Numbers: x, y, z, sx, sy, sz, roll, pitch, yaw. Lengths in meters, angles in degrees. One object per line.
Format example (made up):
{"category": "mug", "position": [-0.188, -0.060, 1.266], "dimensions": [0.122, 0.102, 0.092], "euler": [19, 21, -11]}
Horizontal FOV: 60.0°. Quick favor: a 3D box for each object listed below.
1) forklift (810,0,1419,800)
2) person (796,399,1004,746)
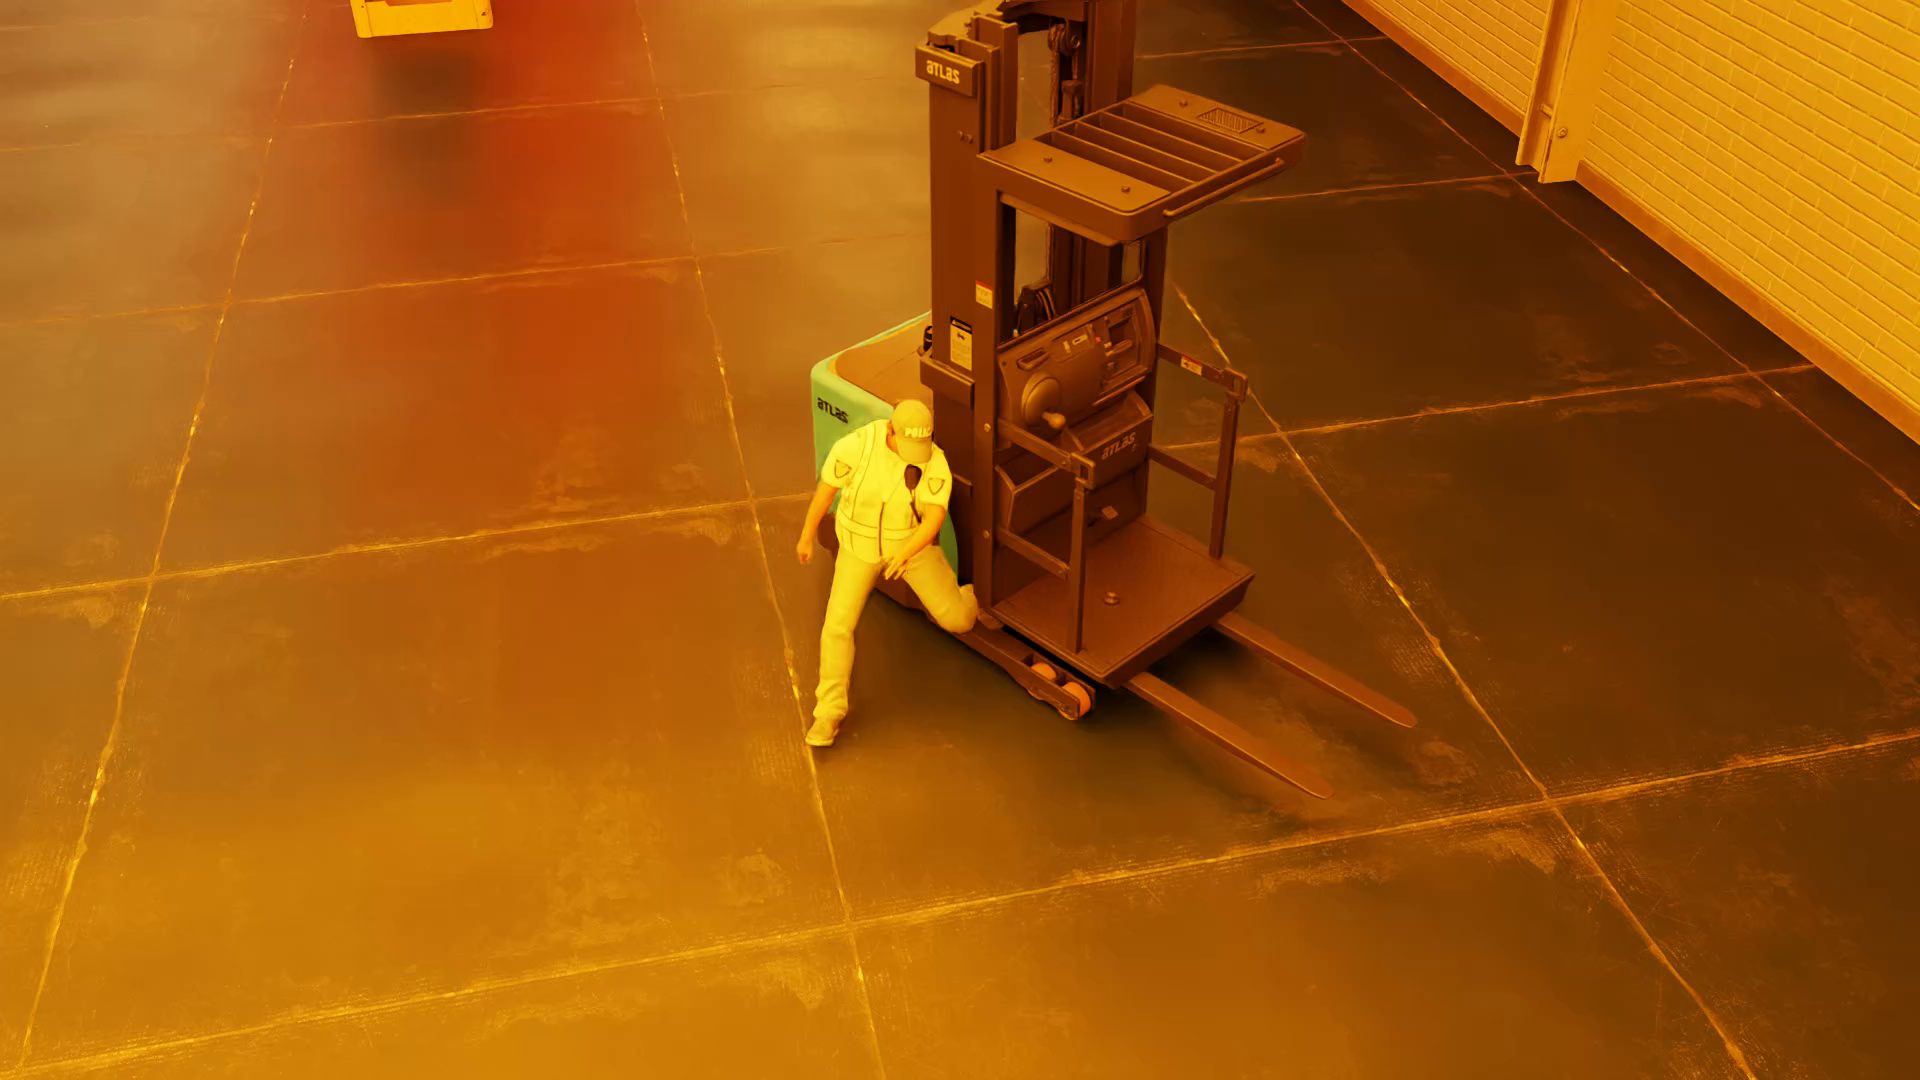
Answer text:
{"category": "forklift", "position": [0.663, -0.728, 7.061], "dimensions": [1.130, 2.935, 3.031], "euler": [-30, 45, -35]}
{"category": "person", "position": [-0.271, 0.096, 7.180], "dimensions": [0.916, 1.476, 1.072], "euler": [2, 36, 3]}
